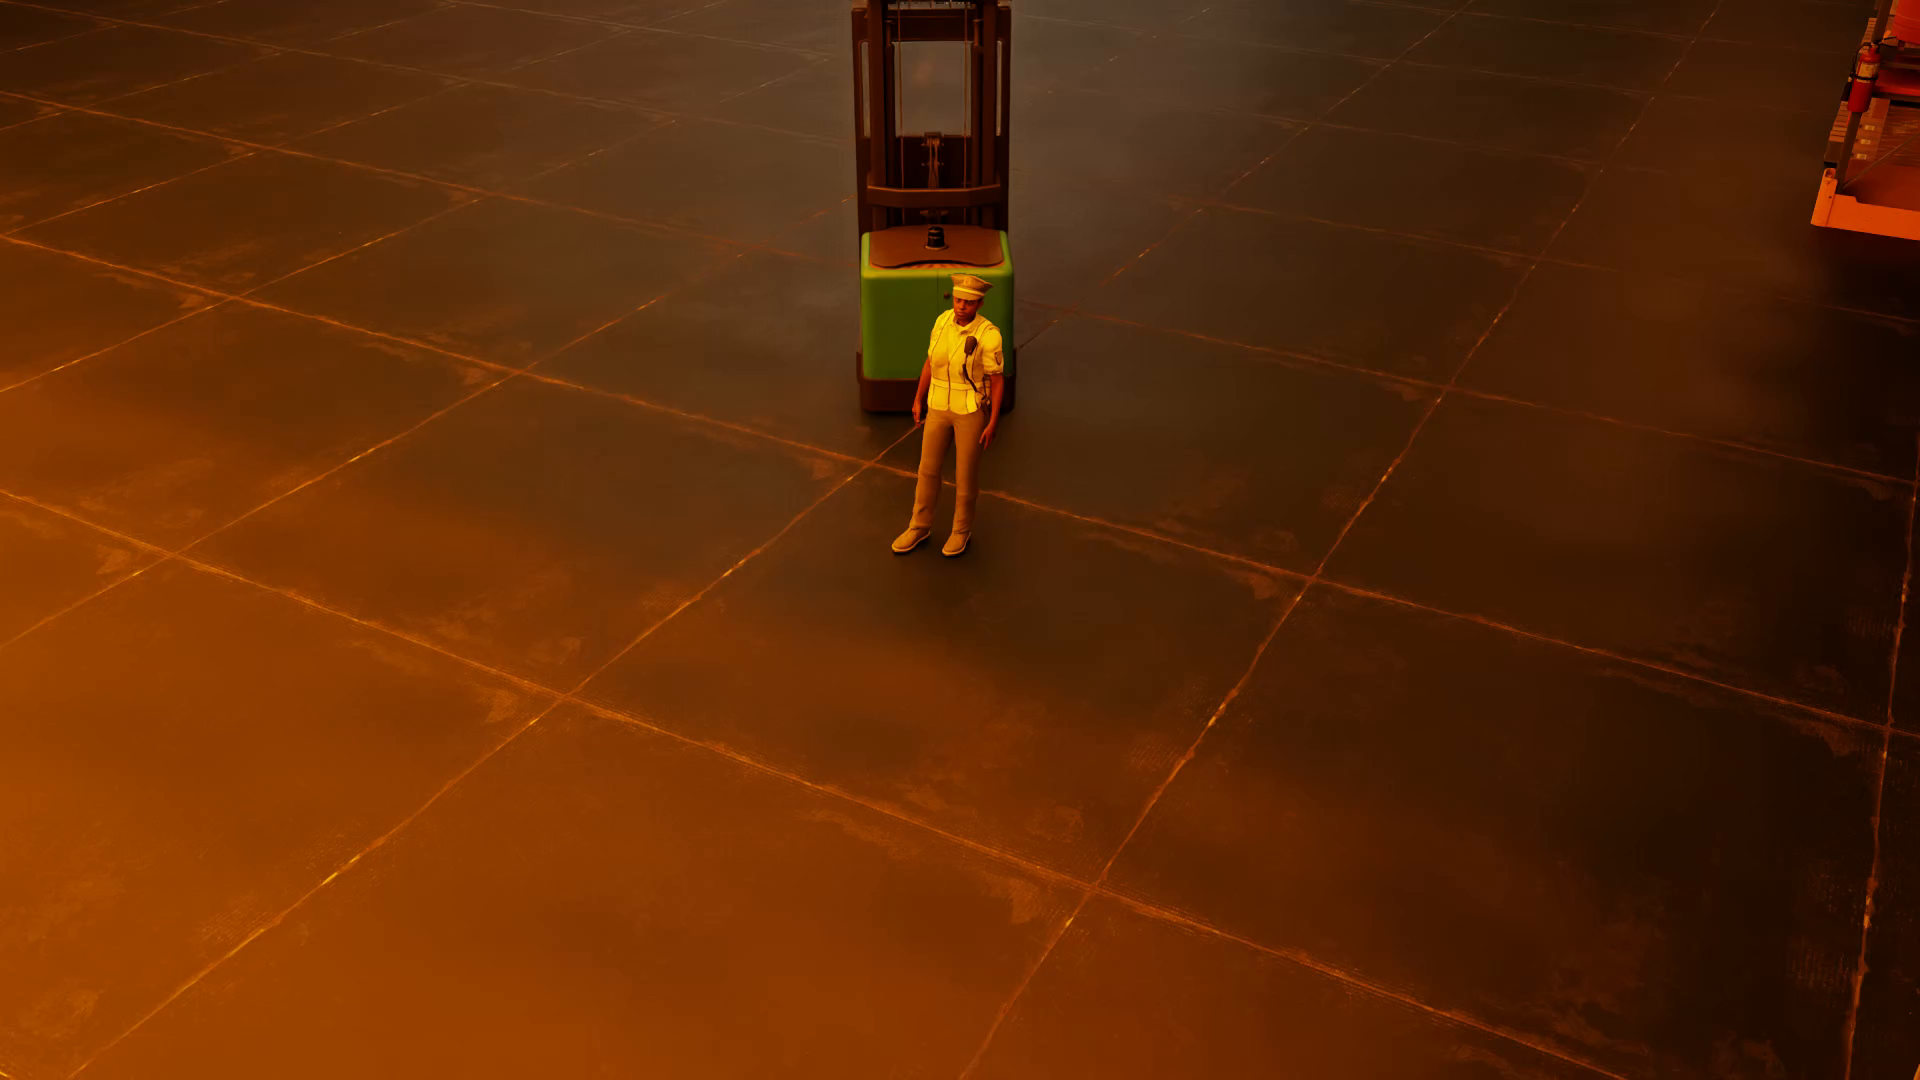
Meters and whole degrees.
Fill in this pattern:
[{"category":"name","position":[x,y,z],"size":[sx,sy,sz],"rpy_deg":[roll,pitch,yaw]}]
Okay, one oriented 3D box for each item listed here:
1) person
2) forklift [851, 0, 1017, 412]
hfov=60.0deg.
[{"category":"person","position":[-0.053,-0.712,9.527],"size":[0.570,1.697,0.528],"rpy_deg":[15,33,25]},{"category":"forklift","position":[-0.206,-2.849,12.006],"size":[1.130,2.935,3.031],"rpy_deg":[-1,30,-2]}]
